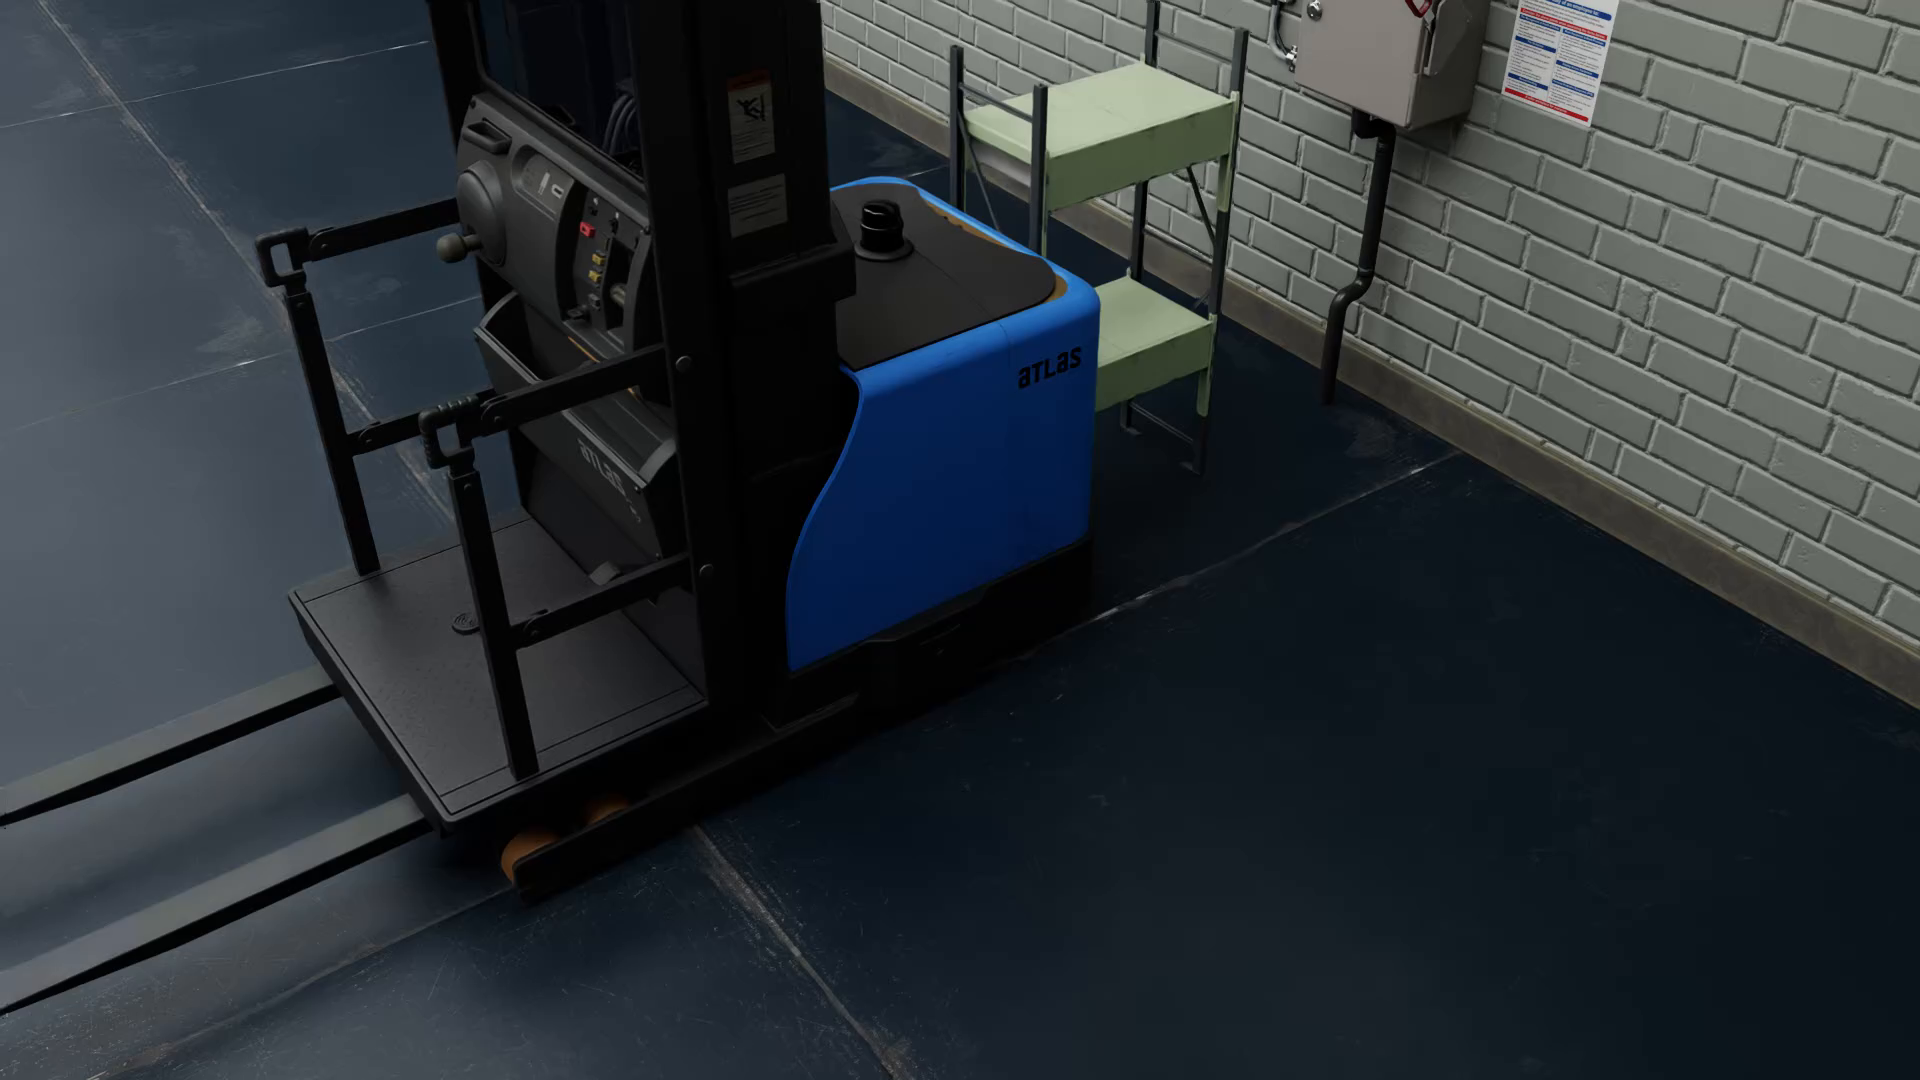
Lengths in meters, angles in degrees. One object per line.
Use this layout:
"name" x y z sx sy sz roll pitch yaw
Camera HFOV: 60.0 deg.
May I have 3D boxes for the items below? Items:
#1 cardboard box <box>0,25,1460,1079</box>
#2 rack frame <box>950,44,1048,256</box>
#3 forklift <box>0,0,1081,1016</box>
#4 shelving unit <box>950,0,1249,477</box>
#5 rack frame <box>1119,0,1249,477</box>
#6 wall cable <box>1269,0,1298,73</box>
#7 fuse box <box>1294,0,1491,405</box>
"cardboard box" -5.440 -0.091 4.049 13.522 1.550 6.103 -23 42 -29
"rack frame" 0.100 -0.659 4.882 0.023 1.500 0.400 -24 42 -29
"forklift" -1.142 -0.630 3.691 2.937 2.843 1.107 -24 42 -29
"shelving unit" 0.393 -0.788 5.060 0.755 1.500 0.400 -24 42 -29
"rack frame" 0.685 -0.916 5.239 0.023 1.500 0.400 -24 42 -29
"wall cable" 1.030 -2.482 5.262 0.122 1.984 0.588 -22 41 -28
"fuse box" 1.294 -1.168 5.408 0.414 1.711 0.539 -22 41 -28
